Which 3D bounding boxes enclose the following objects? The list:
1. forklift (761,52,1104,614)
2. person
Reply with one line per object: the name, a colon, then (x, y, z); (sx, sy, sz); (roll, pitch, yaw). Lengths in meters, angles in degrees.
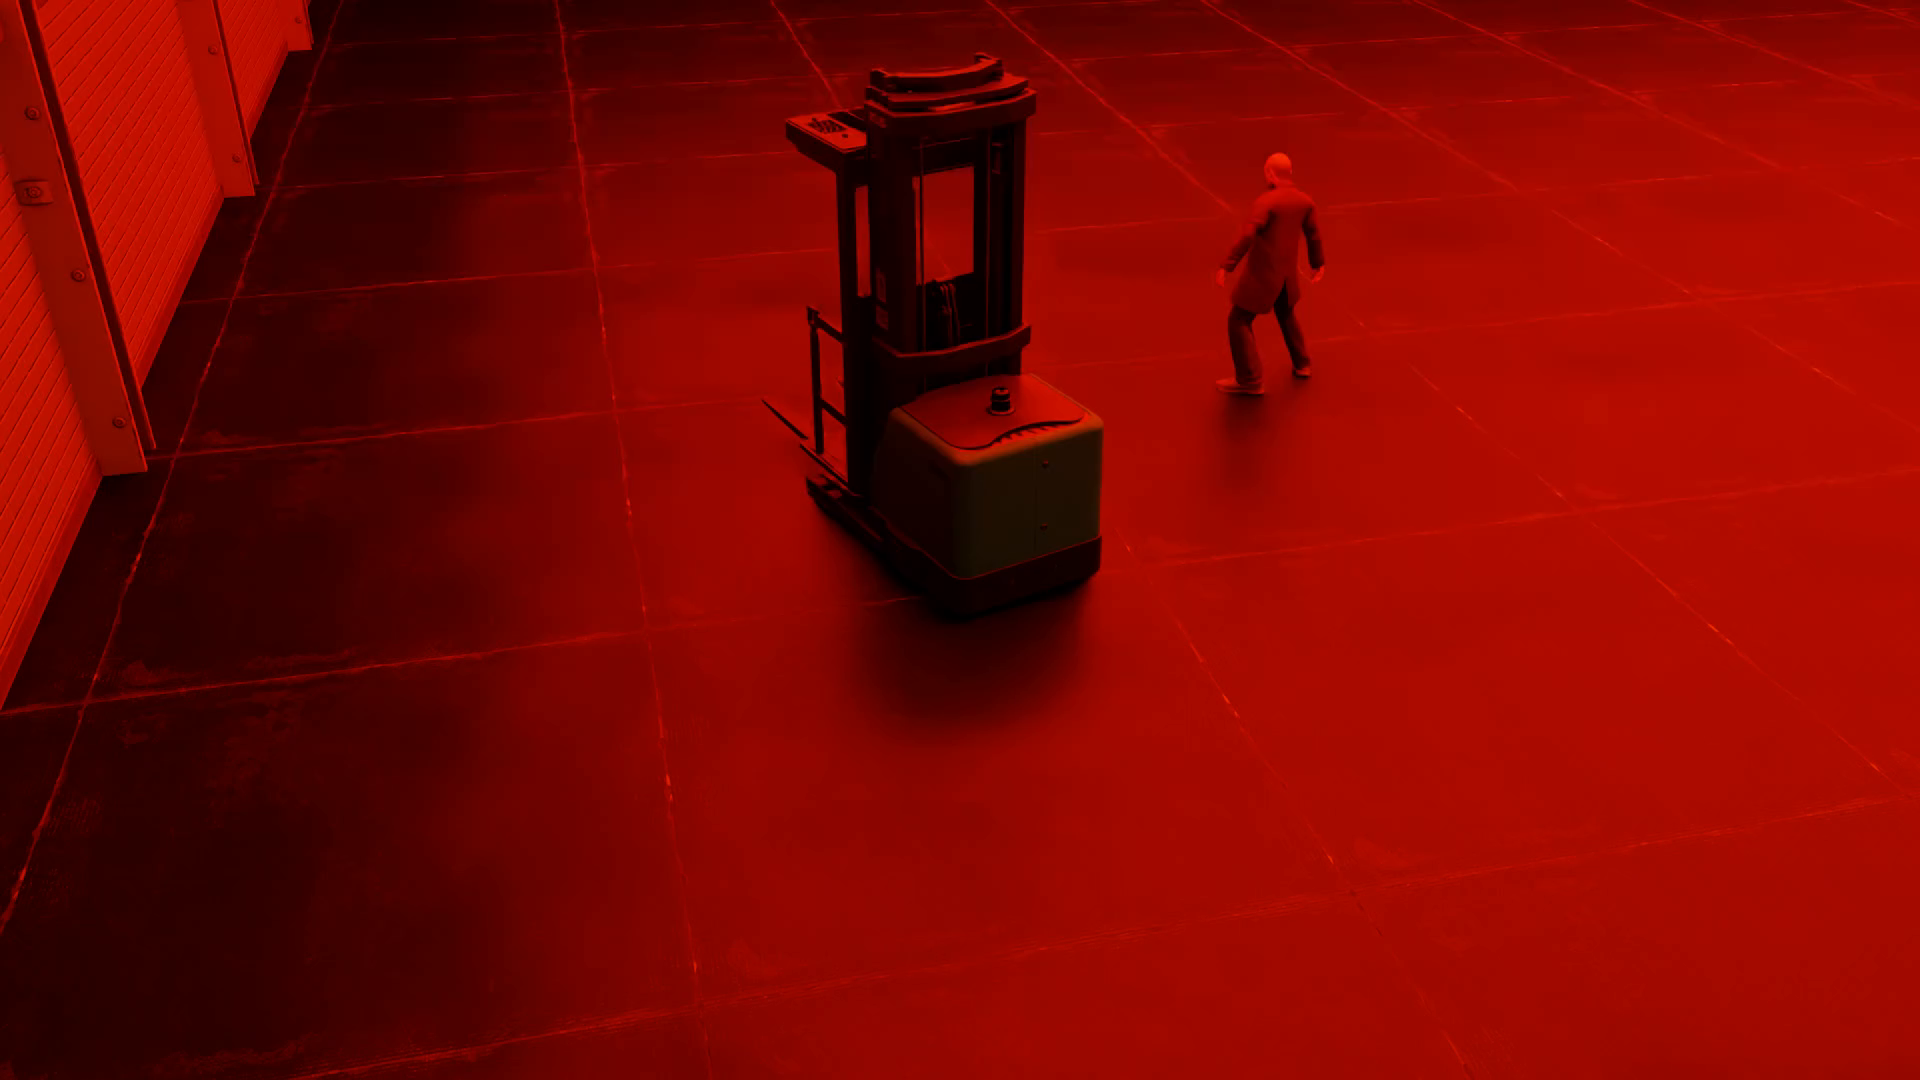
forklift: (-0.348, -1.540, 10.235); (1.130, 2.935, 3.031); (-17, 34, -27)
person: (2.285, -1.941, 12.173); (0.992, 1.739, 0.412); (-20, 36, -30)
